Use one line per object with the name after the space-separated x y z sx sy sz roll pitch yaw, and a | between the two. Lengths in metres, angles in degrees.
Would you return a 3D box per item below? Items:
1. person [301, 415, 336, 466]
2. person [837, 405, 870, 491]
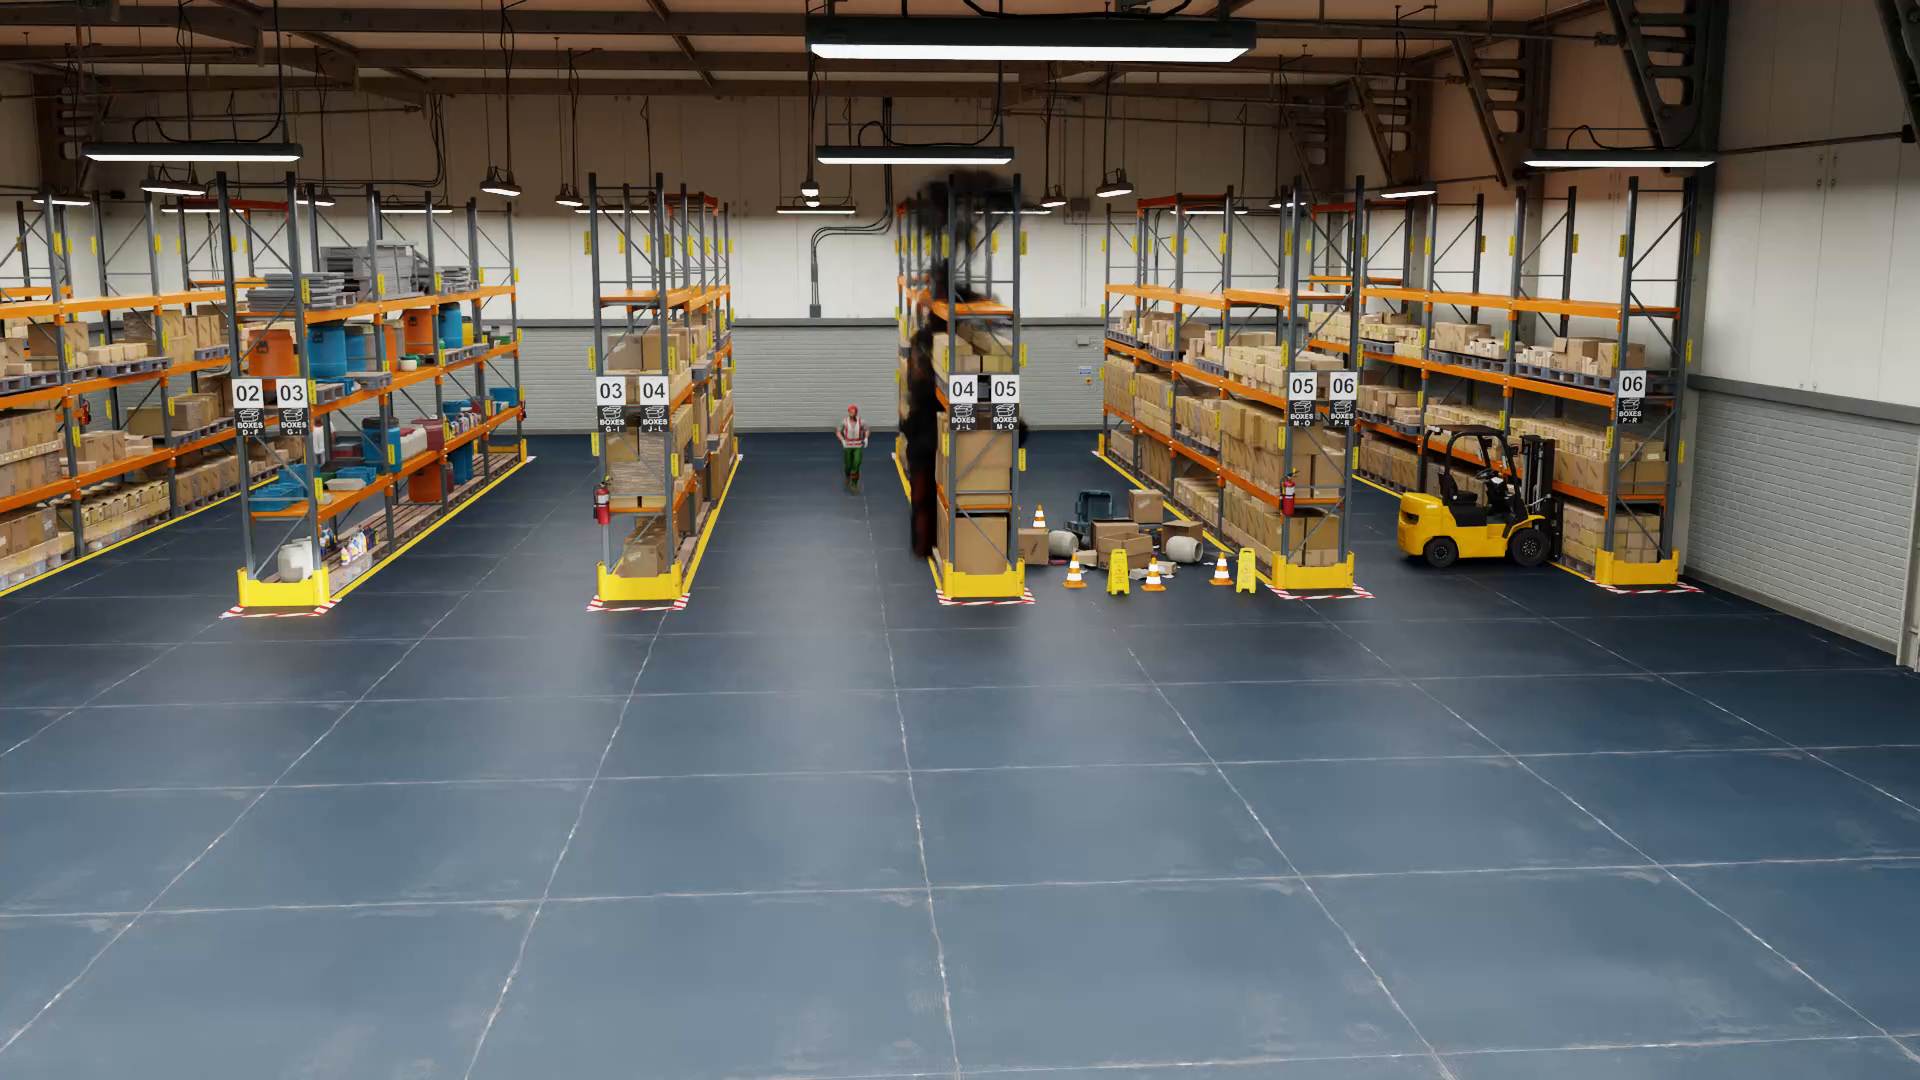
-12.949 -1.767 33.605 0.662 1.776 0.962 -3 11 -17 | person
-2.227 -1.926 34.570 0.661 1.770 0.717 -1 10 -8 | person
